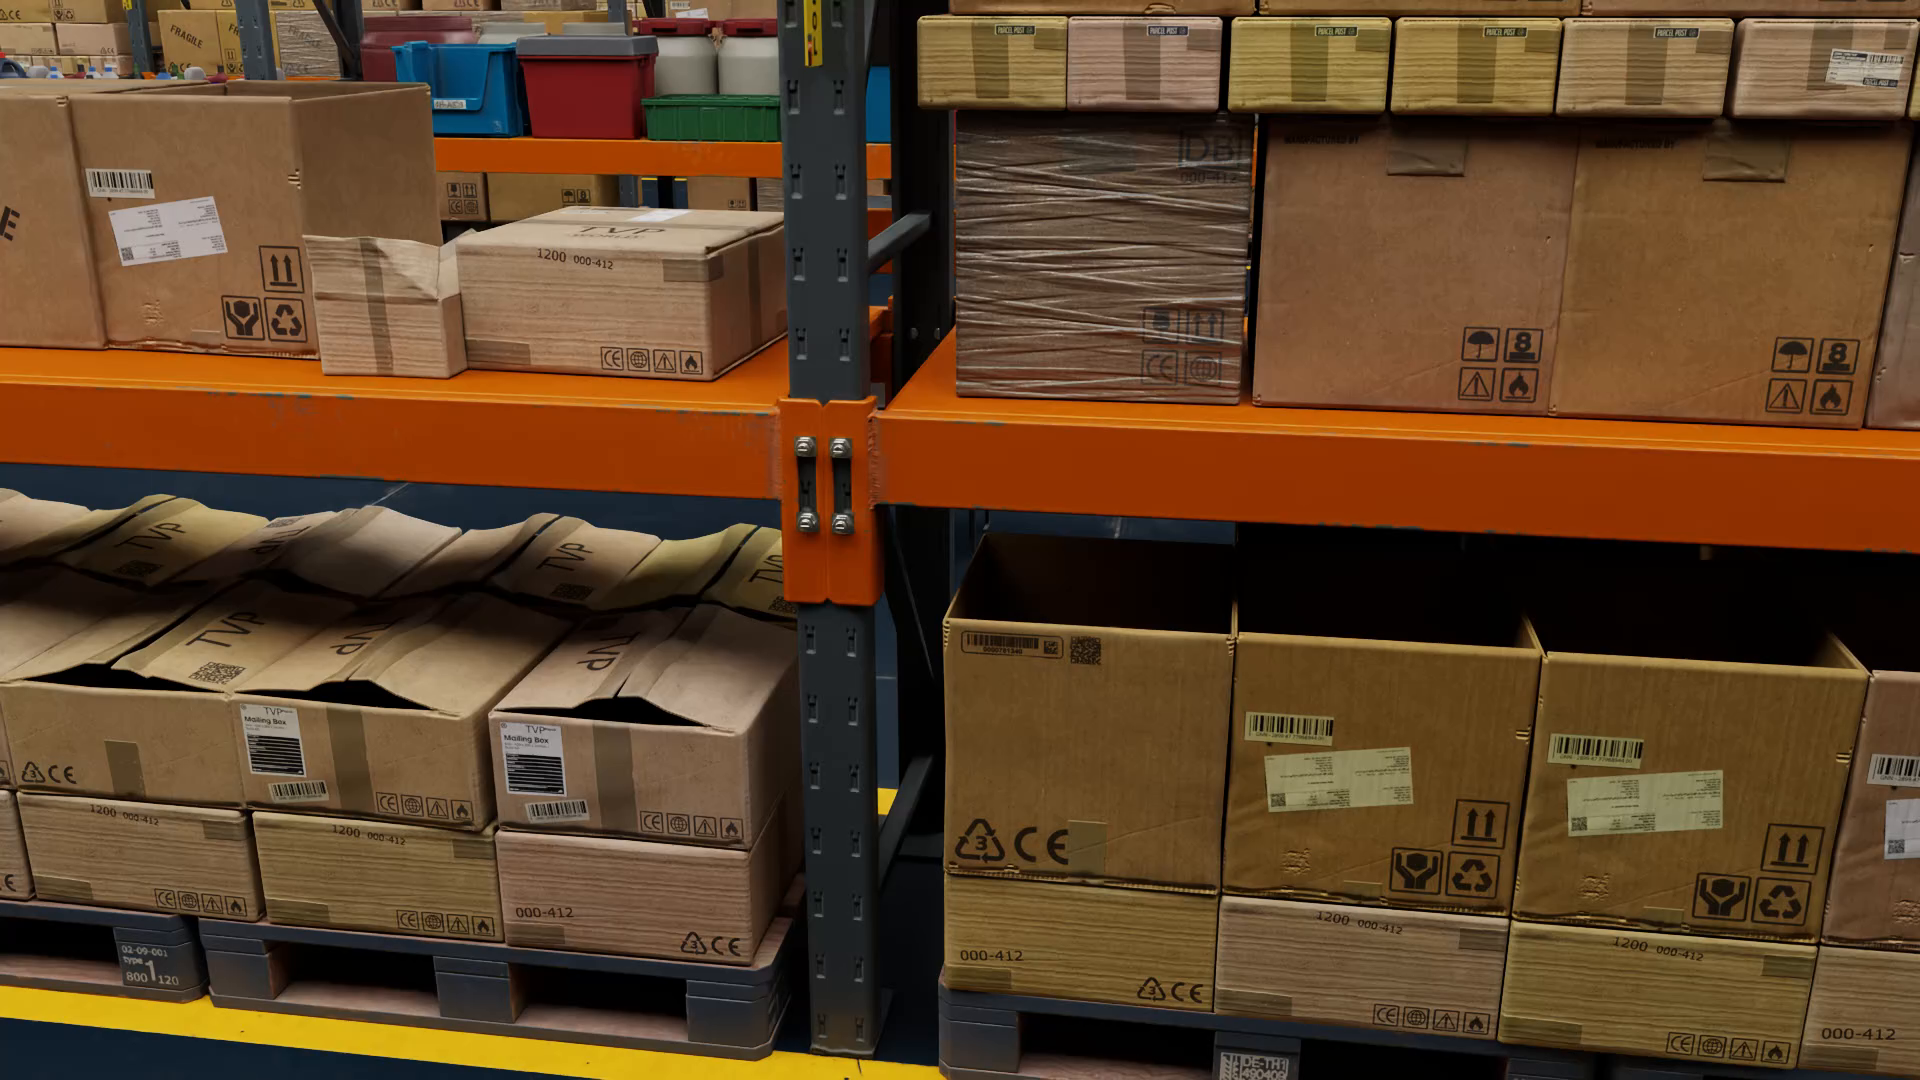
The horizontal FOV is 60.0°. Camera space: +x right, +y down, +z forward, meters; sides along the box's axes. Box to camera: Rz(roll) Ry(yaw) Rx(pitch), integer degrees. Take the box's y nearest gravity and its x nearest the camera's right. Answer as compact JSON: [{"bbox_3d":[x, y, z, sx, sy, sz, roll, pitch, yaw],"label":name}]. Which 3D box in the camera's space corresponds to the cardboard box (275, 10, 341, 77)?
[{"bbox_3d":[-5.072,-3.964,13.267,0.500,0.500,0.500,2,19,7],"label":"cardboard box"}]

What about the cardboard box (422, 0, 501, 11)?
[{"bbox_3d":[-3.890,-4.466,13.185,0.637,0.503,0.797,3,19,10],"label":"cardboard box"}]

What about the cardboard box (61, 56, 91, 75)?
[{"bbox_3d":[-7.085,-3.875,13.554,0.250,0.149,0.380,3,19,10],"label":"cardboard box"}]

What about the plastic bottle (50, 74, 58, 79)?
[{"bbox_3d":[-4.504,-2.184,8.307,0.097,0.271,0.097,0,18,0],"label":"plastic bottle"}]

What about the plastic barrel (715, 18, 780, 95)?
[{"bbox_3d":[-0.998,-2.333,8.333,0.433,0.535,0.433,0,18,0],"label":"plastic barrel"}]

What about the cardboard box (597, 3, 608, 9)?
[{"bbox_3d":[-3.730,-5.597,17.568,0.250,0.149,0.380,3,19,8],"label":"cardboard box"}]

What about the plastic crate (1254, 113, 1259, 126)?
[{"bbox_3d":[1.133,-2.019,7.707,0.504,0.338,0.767,3,19,9],"label":"plastic crate"}]

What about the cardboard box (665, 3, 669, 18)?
[{"bbox_3d":[-2.972,-5.558,17.451,0.250,0.149,0.380,3,19,9],"label":"cardboard box"}]

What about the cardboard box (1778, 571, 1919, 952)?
[{"bbox_3d":[1.736,0.383,2.922,0.500,0.500,0.500,3,19,9],"label":"cardboard box"}]

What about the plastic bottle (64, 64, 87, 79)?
[{"bbox_3d":[-4.823,-2.456,9.100,0.133,0.283,0.061,3,19,9],"label":"plastic bottle"}]

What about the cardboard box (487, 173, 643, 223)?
[{"bbox_3d":[-3.206,-3.100,13.528,0.875,0.875,1.225,2,19,6],"label":"cardboard box"}]

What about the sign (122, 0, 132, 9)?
[{"bbox_3d":[-6.564,-4.343,13.066,0.005,0.325,0.100,3,19,9],"label":"sign"}]

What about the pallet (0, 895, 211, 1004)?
[{"bbox_3d":[-2.095,0.674,3.956,1.213,0.211,1.003,3,19,9],"label":"pallet"}]

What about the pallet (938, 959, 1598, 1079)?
[{"bbox_3d":[0.625,0.813,3.542,1.213,0.211,1.003,3,19,9],"label":"pallet"}]

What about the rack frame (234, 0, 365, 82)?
[{"bbox_3d":[-3.313,-2.316,8.497,0.127,3.000,1.000,3,19,9],"label":"rack frame"}]

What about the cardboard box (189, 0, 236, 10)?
[{"bbox_3d":[-5.845,-4.562,13.473,0.637,0.503,0.797,2,19,7],"label":"cardboard box"}]

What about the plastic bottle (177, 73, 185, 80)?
[{"bbox_3d":[-3.780,-2.147,8.177,0.133,0.283,0.061,3,19,9],"label":"plastic bottle"}]

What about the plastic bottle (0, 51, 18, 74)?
[{"bbox_3d":[-5.216,-2.495,9.109,0.185,0.351,0.144,3,19,9],"label":"plastic bottle"}]

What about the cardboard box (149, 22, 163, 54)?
[{"bbox_3d":[-6.899,-4.244,14.029,0.500,0.250,0.500,3,19,8],"label":"cardboard box"}]

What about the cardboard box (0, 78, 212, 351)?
[{"bbox_3d":[-1.924,-0.706,3.527,0.500,0.500,0.500,3,19,9],"label":"cardboard box"}]

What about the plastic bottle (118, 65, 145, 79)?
[{"bbox_3d":[-4.499,-2.439,9.050,0.133,0.283,0.061,3,19,9],"label":"plastic bottle"}]

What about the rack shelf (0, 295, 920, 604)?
[{"bbox_3d":[-2.128,-0.322,3.673,4.000,0.370,1.077,3,19,9],"label":"rack shelf"}]

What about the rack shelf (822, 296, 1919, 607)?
[{"bbox_3d":[1.821,-0.121,3.071,4.000,0.370,1.077,3,19,9],"label":"rack shelf"}]

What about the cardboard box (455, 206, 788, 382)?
[{"bbox_3d":[-0.646,-0.503,3.315,0.500,0.250,0.500,4,19,12],"label":"cardboard box"}]

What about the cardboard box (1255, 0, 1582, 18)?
[{"bbox_3d":[0.785,-1.180,2.901,0.500,0.500,0.700,3,19,9],"label":"cardboard box"}]

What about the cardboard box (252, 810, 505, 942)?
[{"bbox_3d":[-1.108,0.586,3.496,0.500,0.250,0.500,3,19,8],"label":"cardboard box"}]

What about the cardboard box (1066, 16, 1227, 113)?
[{"bbox_3d":[0.329,-0.831,2.880,0.250,0.149,0.380,3,19,9],"label":"cardboard box"}]

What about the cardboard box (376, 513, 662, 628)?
[{"bbox_3d":[-1.015,0.150,3.914,0.500,0.311,0.500,3,19,8],"label":"cardboard box"}]

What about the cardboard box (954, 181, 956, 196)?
[{"bbox_3d":[-0.201,-2.785,13.145,0.500,0.500,0.700,1,19,4],"label":"cardboard box"}]

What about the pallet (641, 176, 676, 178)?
[{"bbox_3d":[-3.614,-4.196,18.511,1.213,0.211,1.003,3,19,9],"label":"pallet"}]

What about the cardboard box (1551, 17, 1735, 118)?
[{"bbox_3d":[1.090,-0.793,2.765,0.250,0.149,0.380,2,19,7],"label":"cardboard box"}]

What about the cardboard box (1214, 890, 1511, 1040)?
[{"bbox_3d":[0.749,0.687,3.194,0.500,0.250,0.500,3,19,9],"label":"cardboard box"}]

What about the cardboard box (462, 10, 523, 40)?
[{"bbox_3d":[-3.546,-3.889,13.041,0.500,0.500,0.500,3,19,8],"label":"cardboard box"}]

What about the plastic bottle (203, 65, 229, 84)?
[{"bbox_3d":[-4.007,-2.414,8.975,0.133,0.283,0.061,3,19,9],"label":"plastic bottle"}]

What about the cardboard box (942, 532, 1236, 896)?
[{"bbox_3d":[0.255,0.308,3.146,0.500,0.500,0.500,3,19,9],"label":"cardboard box"}]

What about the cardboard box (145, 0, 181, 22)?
[{"bbox_3d":[-6.909,-4.599,13.905,0.500,0.500,0.500,3,19,9],"label":"cardboard box"}]

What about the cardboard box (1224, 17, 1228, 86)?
[{"bbox_3d":[0.393,-0.958,3.260,0.250,0.149,0.380,3,19,7],"label":"cardboard box"}]

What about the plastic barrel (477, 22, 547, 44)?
[{"bbox_3d":[-2.264,-2.384,8.525,0.421,0.512,0.421,0,18,0],"label":"plastic barrel"}]

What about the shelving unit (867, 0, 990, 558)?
[{"bbox_3d":[-0.163,-1.004,5.995,0.503,2.100,0.431,3,19,9],"label":"shelving unit"}]

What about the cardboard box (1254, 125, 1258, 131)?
[{"bbox_3d":[2.918,-4.353,17.272,0.875,0.875,0.875,3,19,9],"label":"cardboard box"}]

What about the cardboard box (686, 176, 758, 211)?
[{"bbox_3d":[-1.863,-2.863,13.379,0.500,0.500,0.700,2,19,6],"label":"cardboard box"}]

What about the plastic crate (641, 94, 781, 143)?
[{"bbox_3d":[-1.128,-2.013,7.927,0.662,0.188,0.450,3,19,9],"label":"plastic crate"}]

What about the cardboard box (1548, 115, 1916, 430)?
[{"bbox_3d":[1.302,-0.539,3.029,0.500,0.500,0.700,3,19,9],"label":"cardboard box"}]

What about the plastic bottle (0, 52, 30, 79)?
[{"bbox_3d":[-5.107,-2.440,8.946,0.185,0.351,0.144,3,19,9],"label":"plastic bottle"}]

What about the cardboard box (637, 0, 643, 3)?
[{"bbox_3d":[-3.205,-5.712,17.445,0.250,0.149,0.380,3,19,9],"label":"cardboard box"}]

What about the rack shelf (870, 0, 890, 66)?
[{"bbox_3d":[-0.163,-1.655,5.777,0.480,0.518,0.431,3,19,9],"label":"rack shelf"}]

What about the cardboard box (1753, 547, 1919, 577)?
[{"bbox_3d":[1.821,0.215,3.424,0.500,0.500,0.500,3,19,9],"label":"cardboard box"}]

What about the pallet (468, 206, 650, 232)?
[{"bbox_3d":[-3.294,-2.608,13.766,1.213,0.211,1.003,3,19,9],"label":"pallet"}]

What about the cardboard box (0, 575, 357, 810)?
[{"bbox_3d":[-1.606,0.295,3.481,0.500,0.311,0.500,3,19,8],"label":"cardboard box"}]

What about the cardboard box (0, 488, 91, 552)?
[{"bbox_3d":[-2.534,0.074,4.141,0.500,0.311,0.500,3,19,8],"label":"cardboard box"}]
